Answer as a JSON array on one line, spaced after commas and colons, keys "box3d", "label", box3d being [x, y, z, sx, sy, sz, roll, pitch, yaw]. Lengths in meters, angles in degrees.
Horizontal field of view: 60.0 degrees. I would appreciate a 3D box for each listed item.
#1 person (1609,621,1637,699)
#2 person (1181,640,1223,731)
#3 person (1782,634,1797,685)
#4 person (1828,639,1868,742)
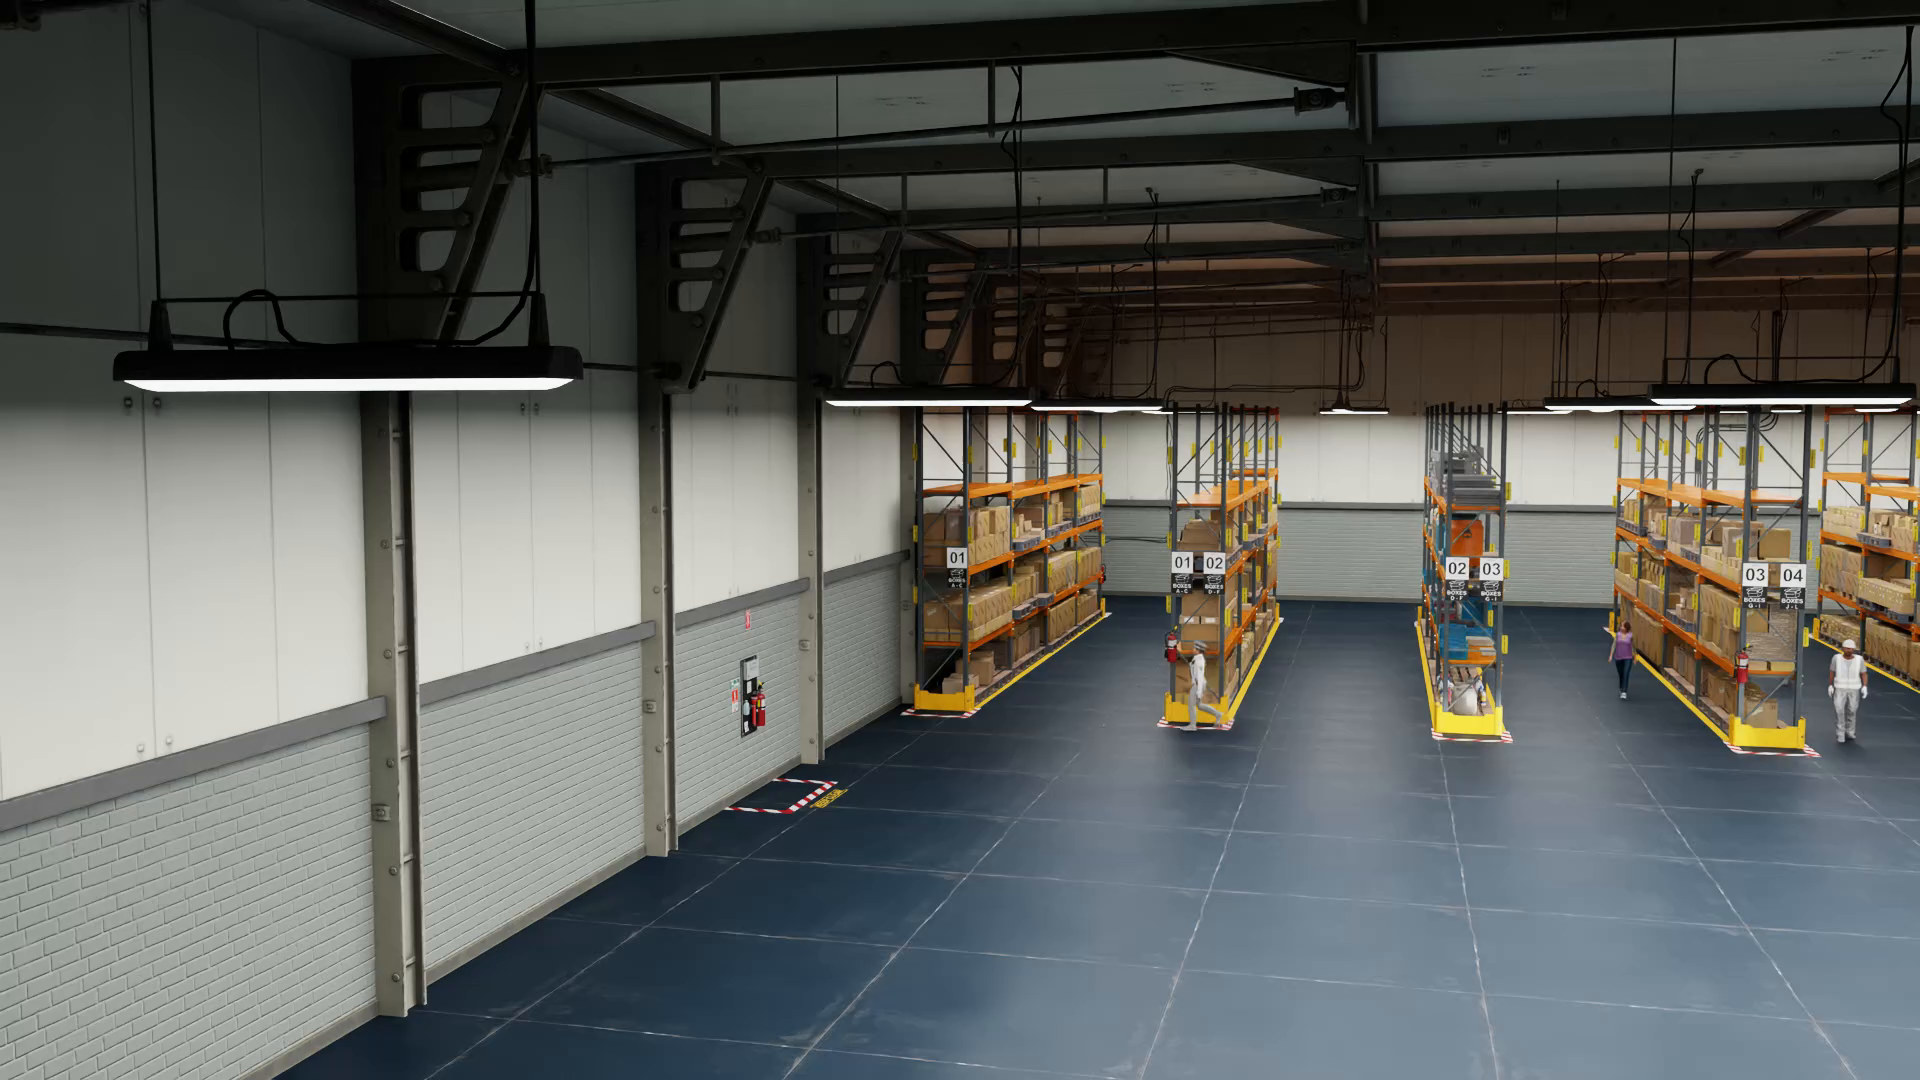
[{"box3d": [13.543, 2.417, 33.989, 0.499, 1.538, 0.955, 2, 5, 30], "label": "person"}, {"box3d": [4.421, 2.642, 30.300, 0.768, 1.658, 0.508, 0, 4, 6], "label": "person"}, {"box3d": [17.768, 2.267, 35.680, 0.442, 1.612, 0.863, 1, 4, 11], "label": "person"}, {"box3d": [15.740, 2.676, 29.478, 0.610, 1.840, 0.532, 2, 5, 25], "label": "person"}]
